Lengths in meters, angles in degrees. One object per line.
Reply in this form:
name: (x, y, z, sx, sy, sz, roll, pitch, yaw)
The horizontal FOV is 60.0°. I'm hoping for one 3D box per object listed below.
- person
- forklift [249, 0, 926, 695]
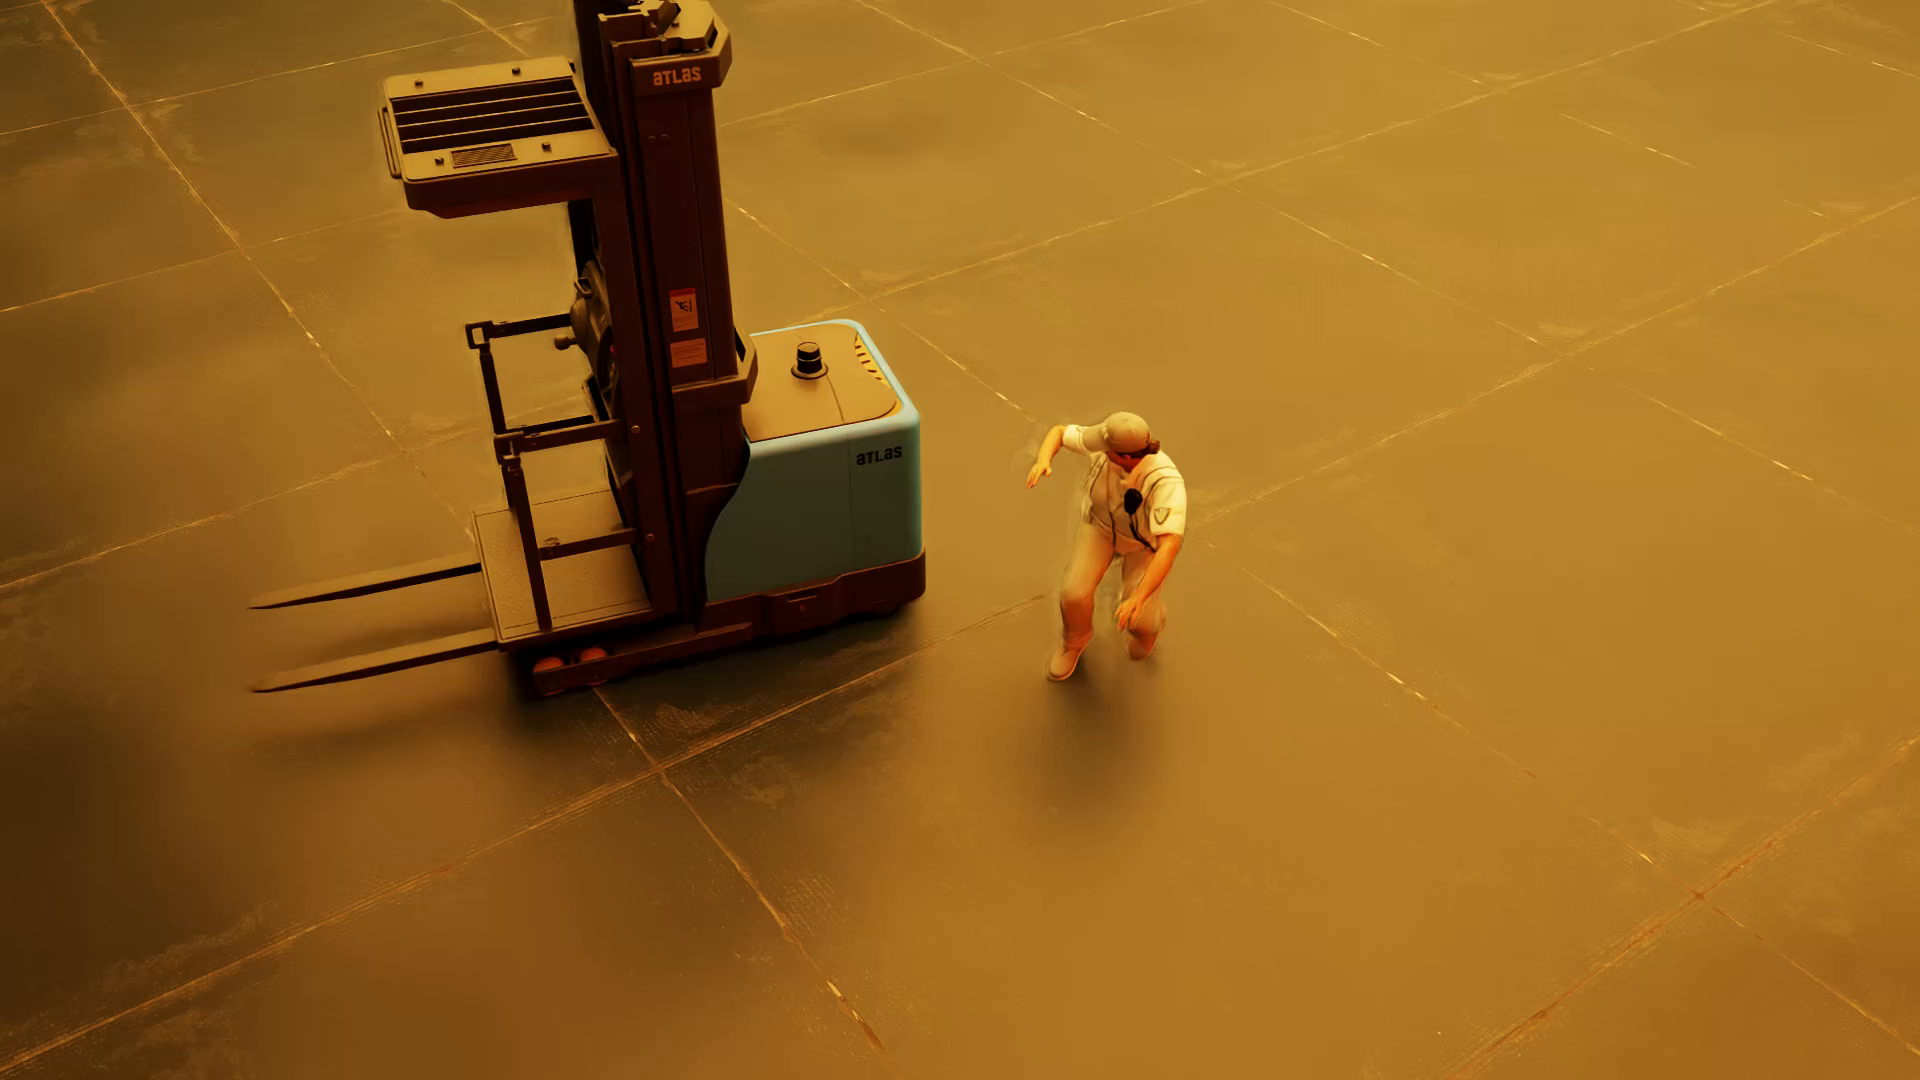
person: (0.621, 0.054, 7.183, 0.730, 1.399, 0.950, 16, 39, 20)
forklift: (-1.737, -0.840, 7.081, 3.031, 2.935, 1.130, -12, 38, -16)
